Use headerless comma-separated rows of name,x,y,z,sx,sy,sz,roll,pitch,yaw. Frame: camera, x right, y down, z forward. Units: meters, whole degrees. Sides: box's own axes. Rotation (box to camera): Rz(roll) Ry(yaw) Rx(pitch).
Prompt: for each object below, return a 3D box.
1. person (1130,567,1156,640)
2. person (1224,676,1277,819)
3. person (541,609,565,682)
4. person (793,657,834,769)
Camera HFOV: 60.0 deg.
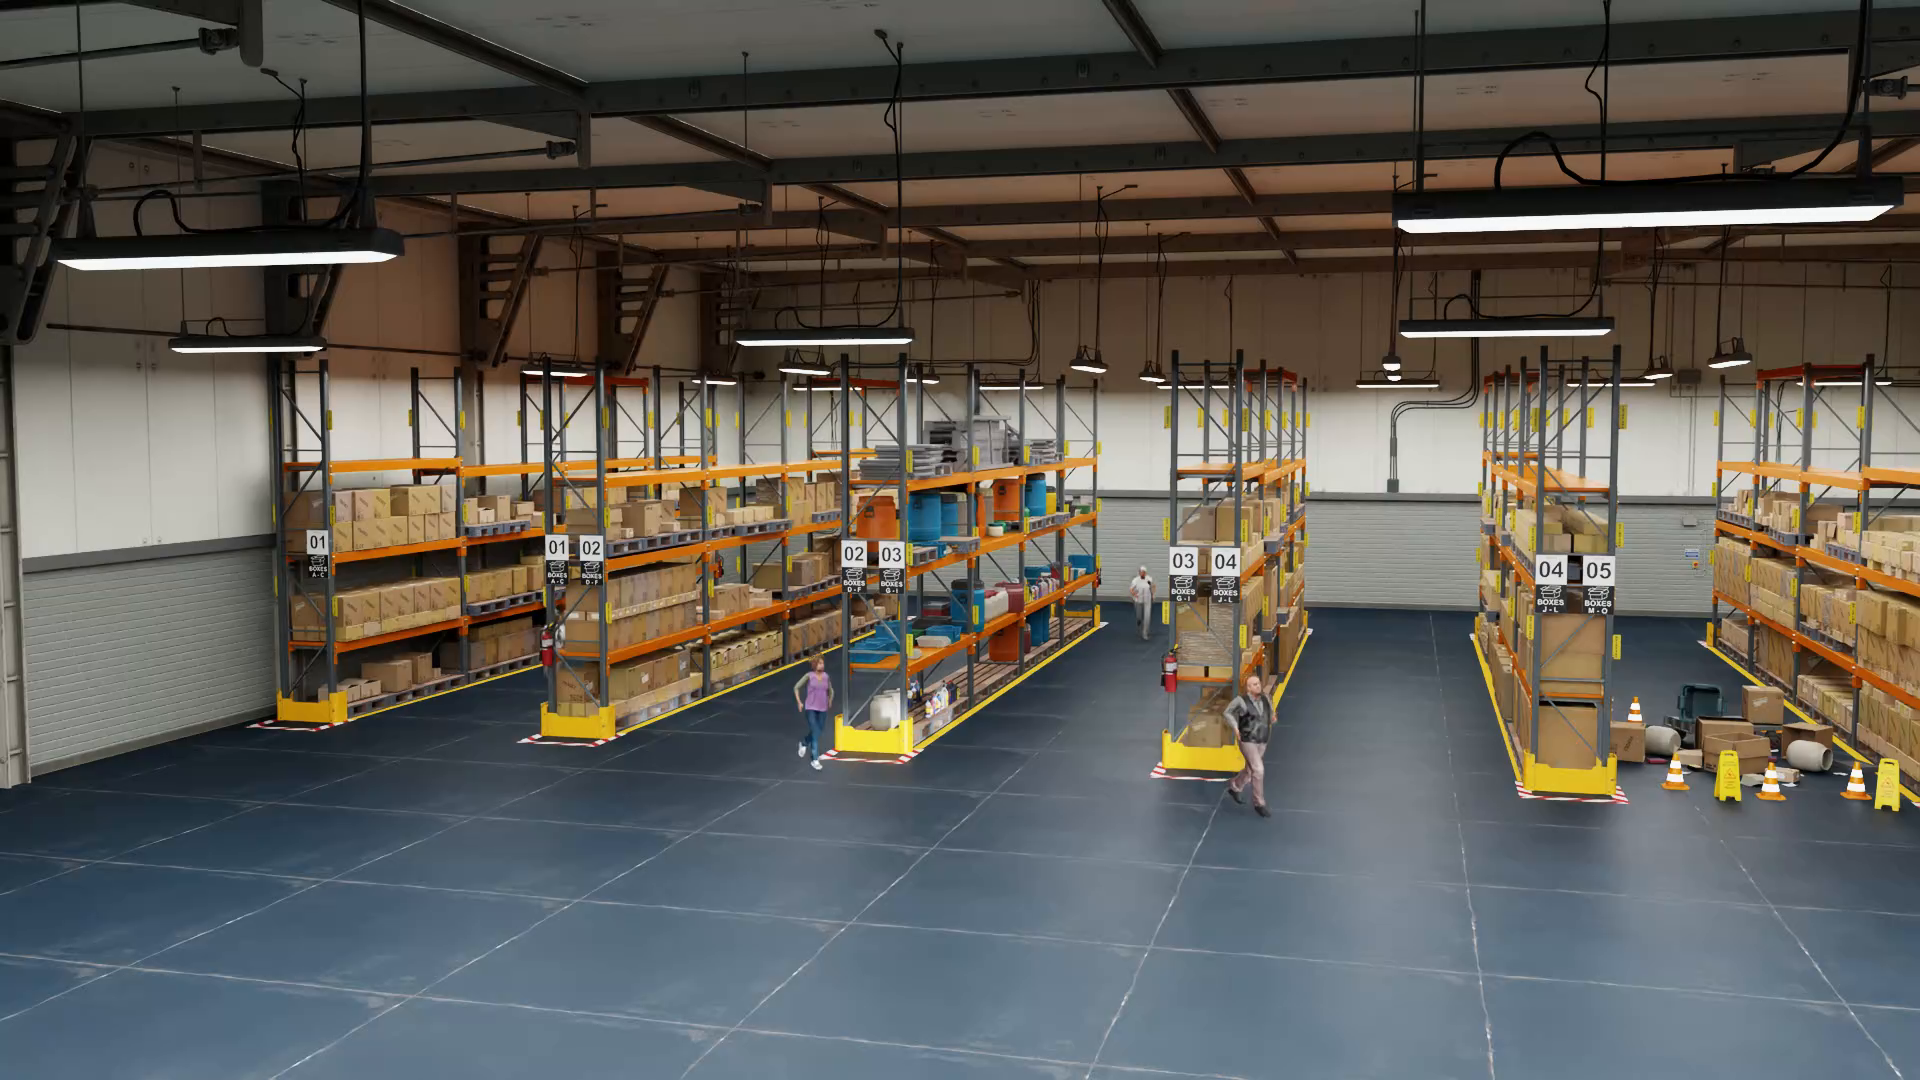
person,4.216,1.435,38.376,0.600,1.674,0.865,0,4,2
person,3.753,2.615,21.288,0.636,1.762,0.858,-3,5,-32
person,-7.235,2.047,29.653,0.574,1.649,0.561,0,4,1
person,-2.093,2.490,24.193,0.579,1.579,0.720,-2,5,-30
